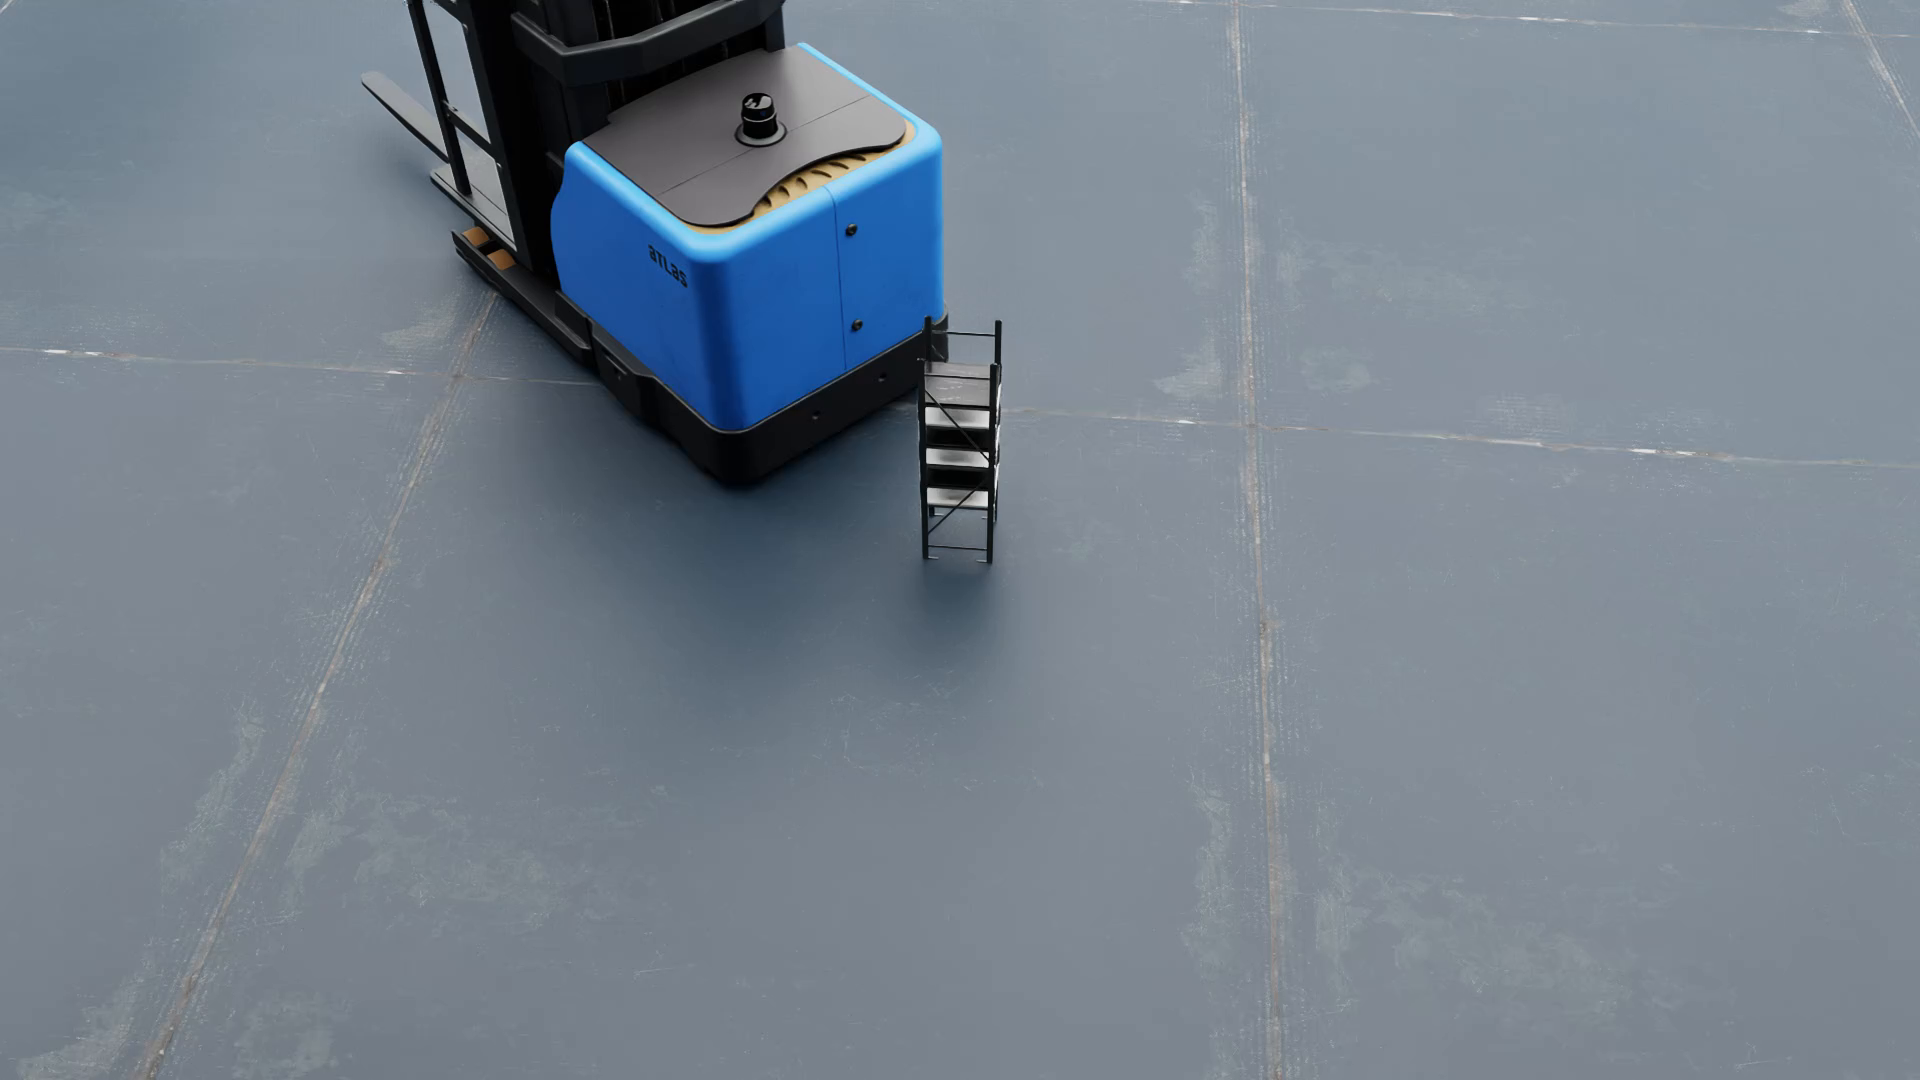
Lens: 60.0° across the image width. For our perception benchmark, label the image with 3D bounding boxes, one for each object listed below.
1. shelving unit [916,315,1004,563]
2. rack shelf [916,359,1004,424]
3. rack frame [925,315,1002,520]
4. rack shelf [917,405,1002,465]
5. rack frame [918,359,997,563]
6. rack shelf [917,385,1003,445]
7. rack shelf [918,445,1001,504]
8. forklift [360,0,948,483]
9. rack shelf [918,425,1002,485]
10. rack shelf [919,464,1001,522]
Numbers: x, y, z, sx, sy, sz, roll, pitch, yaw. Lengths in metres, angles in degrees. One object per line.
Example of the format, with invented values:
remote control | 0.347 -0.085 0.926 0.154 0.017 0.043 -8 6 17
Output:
shelving unit | 0.001 -0.310 5.423 0.258 0.900 0.210 4 48 4
rack shelf | 0.001 -0.469 5.249 0.258 0.077 0.200 4 48 4
rack frame | 0.010 -0.384 5.492 0.240 0.900 0.006 4 48 4
rack shelf | 0.001 -0.348 5.382 0.258 0.077 0.200 4 48 4
rack frame | -0.009 -0.235 5.355 0.240 0.900 0.006 4 48 4
rack shelf | 0.001 -0.409 5.315 0.258 0.077 0.200 4 48 4
rack shelf | 0.001 -0.226 5.514 0.258 0.077 0.200 4 48 4
forklift | -1.392 -2.204 5.779 1.130 2.935 3.031 -33 55 -26
rack shelf | 0.001 -0.287 5.448 0.258 0.077 0.200 4 48 4
rack shelf | 0.001 -0.166 5.581 0.258 0.077 0.200 4 48 4
